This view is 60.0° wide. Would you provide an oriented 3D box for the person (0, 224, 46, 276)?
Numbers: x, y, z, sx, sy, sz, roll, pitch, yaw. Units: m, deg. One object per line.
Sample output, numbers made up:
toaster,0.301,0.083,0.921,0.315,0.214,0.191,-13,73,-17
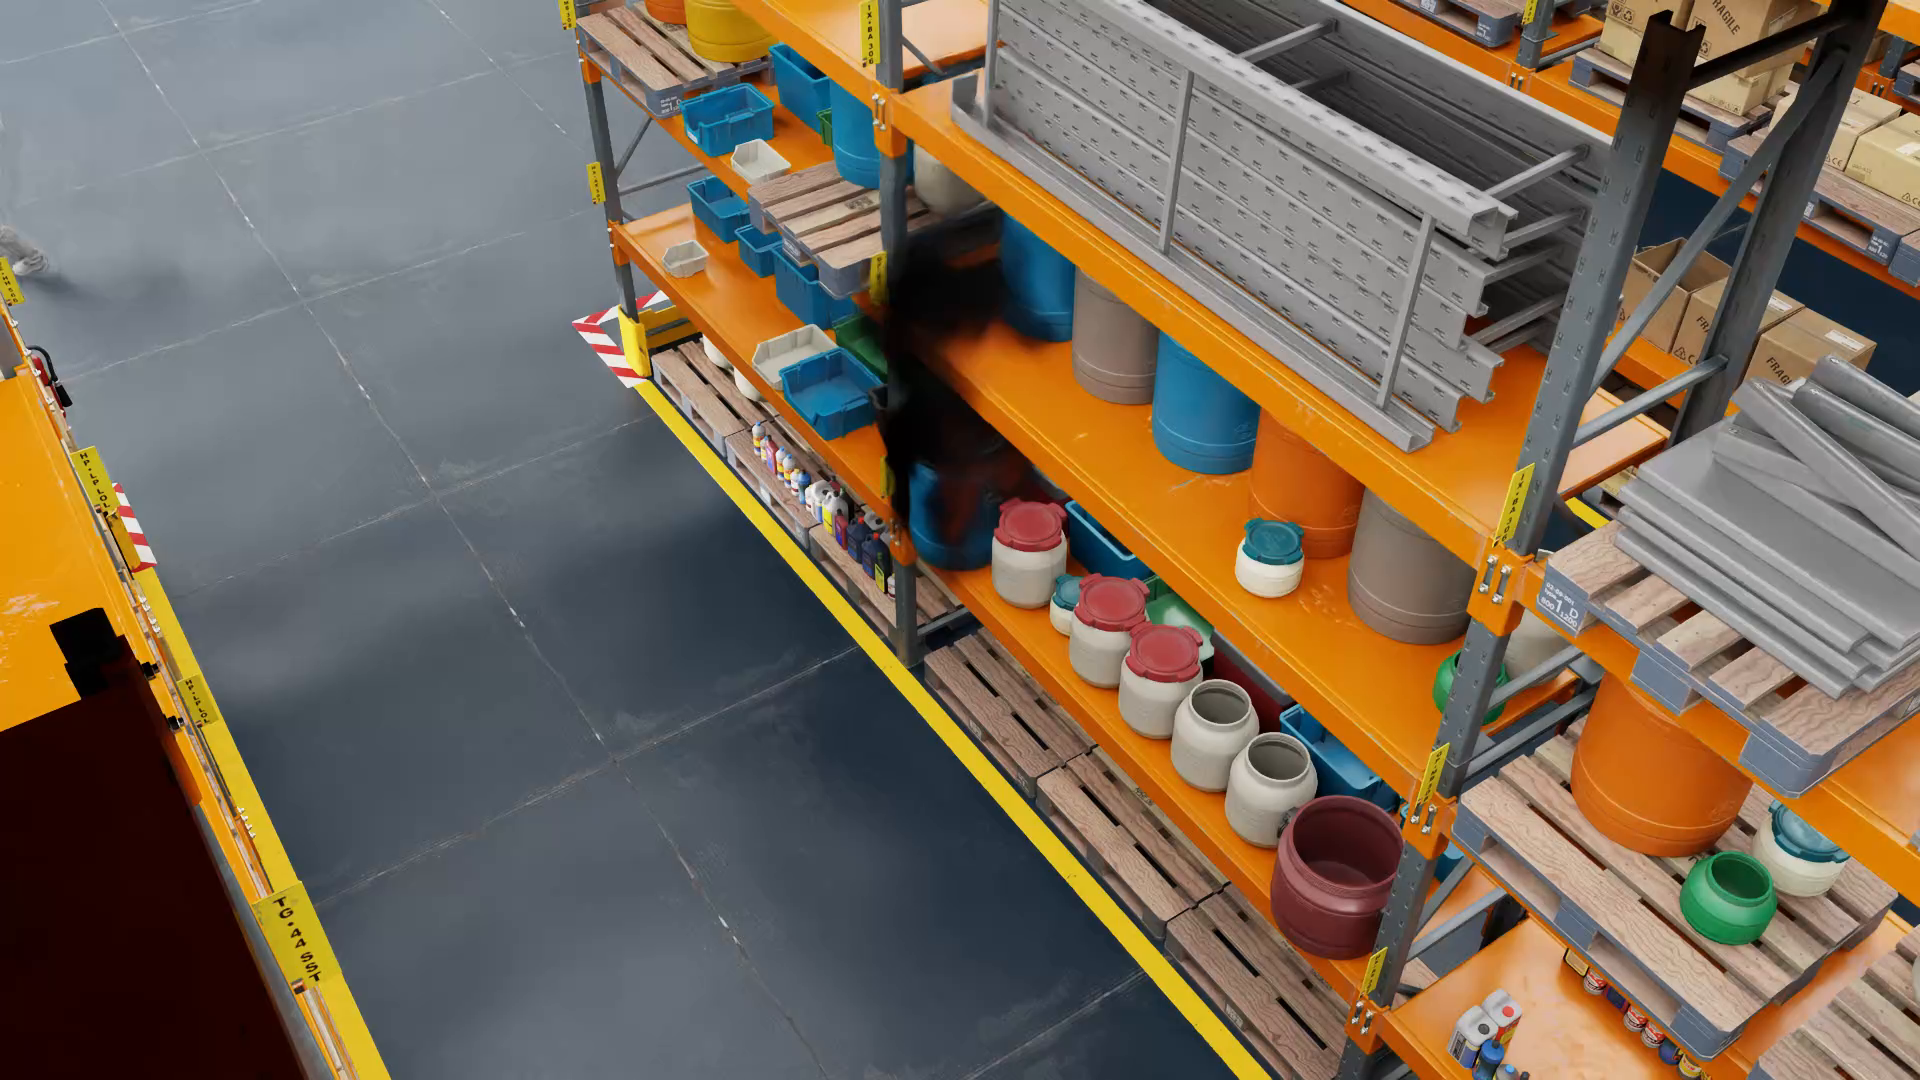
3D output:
person,-8.143,-2.907,13.617,0.766,1.834,0.625,-6,43,-6
